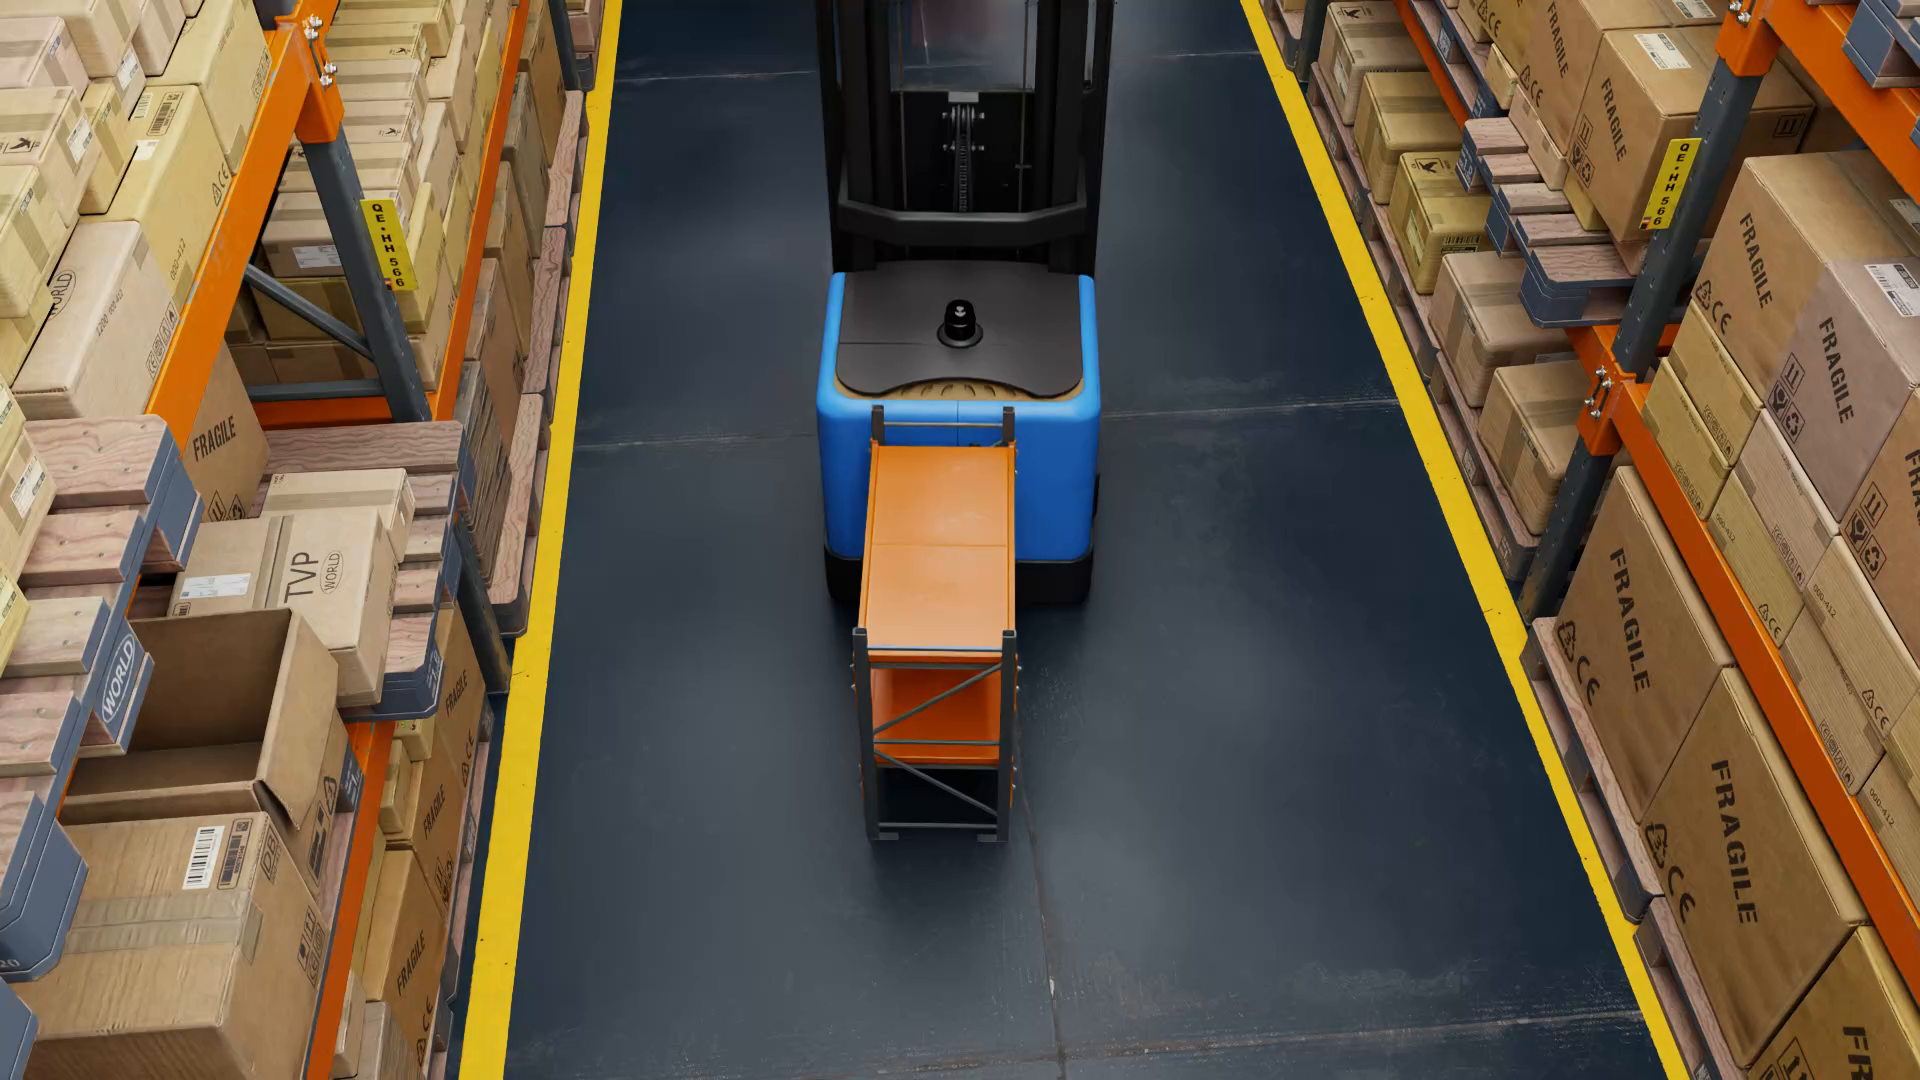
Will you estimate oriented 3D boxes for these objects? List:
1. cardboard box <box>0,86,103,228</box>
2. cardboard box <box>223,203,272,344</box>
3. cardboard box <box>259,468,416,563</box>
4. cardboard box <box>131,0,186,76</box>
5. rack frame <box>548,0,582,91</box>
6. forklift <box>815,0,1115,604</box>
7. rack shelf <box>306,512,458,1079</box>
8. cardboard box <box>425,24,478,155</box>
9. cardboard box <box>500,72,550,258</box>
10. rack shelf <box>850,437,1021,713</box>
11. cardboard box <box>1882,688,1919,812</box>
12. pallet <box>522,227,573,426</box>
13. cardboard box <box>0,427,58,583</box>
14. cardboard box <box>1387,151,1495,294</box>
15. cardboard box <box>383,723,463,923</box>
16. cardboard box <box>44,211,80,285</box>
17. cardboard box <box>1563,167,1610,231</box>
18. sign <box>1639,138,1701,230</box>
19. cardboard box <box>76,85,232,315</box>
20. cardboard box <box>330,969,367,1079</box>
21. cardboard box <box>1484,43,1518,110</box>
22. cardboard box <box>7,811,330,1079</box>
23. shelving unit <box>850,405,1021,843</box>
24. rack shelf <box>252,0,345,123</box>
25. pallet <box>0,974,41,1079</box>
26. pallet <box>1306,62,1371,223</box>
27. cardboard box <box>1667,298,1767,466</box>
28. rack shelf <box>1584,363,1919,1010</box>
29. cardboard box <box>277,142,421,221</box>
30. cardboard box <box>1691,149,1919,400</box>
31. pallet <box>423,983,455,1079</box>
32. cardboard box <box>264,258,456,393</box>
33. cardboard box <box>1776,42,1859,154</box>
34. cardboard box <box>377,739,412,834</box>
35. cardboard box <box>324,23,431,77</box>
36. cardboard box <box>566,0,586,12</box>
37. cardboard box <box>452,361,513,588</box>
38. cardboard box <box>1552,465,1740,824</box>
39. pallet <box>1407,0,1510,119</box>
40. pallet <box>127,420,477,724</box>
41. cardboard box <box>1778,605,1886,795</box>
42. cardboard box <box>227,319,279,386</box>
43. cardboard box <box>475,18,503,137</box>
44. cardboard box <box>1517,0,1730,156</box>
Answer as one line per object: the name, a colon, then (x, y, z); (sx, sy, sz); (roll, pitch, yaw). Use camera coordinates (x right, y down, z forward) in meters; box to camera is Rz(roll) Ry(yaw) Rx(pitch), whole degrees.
cardboard box: (-1.813, -0.688, 3.030); (0.380, 0.149, 0.250); (-4, 47, -4)
cardboard box: (-2.536, -0.884, 5.417); (0.500, 0.250, 0.500); (-3, 47, -2)
cardboard box: (-1.784, -0.062, 4.763); (0.380, 0.149, 0.250); (-3, 47, -3)
cardboard box: (-1.950, -1.142, 3.665); (0.380, 0.149, 0.250); (-4, 47, -4)
rack frame: (-2.556, -3.350, 7.993); (1.000, 3.000, 0.127); (-3, 47, -3)
forklift: (0.021, -1.812, 6.584); (1.130, 2.935, 3.031); (1, 47, 1)
rack shelf: (-2.054, 1.238, 4.143); (1.077, 0.370, 4.000); (-3, 47, -3)
cardboard box: (-2.082, -1.654, 6.146); (0.500, 0.250, 0.500); (-5, 47, -4)
cardboard box: (-2.444, -1.739, 7.814); (0.875, 0.625, 0.625); (-4, 47, -4)
rack shelf: (-0.068, 0.098, 5.616); (0.538, 0.278, 1.000); (1, 47, 1)
cardboard box: (2.622, 0.604, 4.007); (0.500, 0.250, 0.500); (-3, 47, -3)
pallet: (-2.350, -0.976, 7.665); (1.003, 0.211, 1.213); (-3, 47, -3)
cardboard box: (-1.669, -0.037, 2.604); (0.380, 0.149, 0.250); (-3, 47, -2)
cardboard box: (2.560, -1.493, 7.755); (0.950, 0.372, 0.625); (-2, 47, -2)
cardboard box: (-1.940, 0.915, 5.387); (0.500, 0.500, 0.500); (-4, 47, -4)
cardboard box: (-1.918, -0.590, 3.142); (0.380, 0.149, 0.250); (-3, 47, -3)
cardboard box: (2.368, -1.231, 5.870); (0.380, 0.149, 0.250); (-3, 47, -3)
sign: (2.185, -1.091, 5.111); (0.100, 0.325, 0.005); (-3, 47, -3)
cardboard box: (-1.894, -0.716, 3.536); (0.500, 0.250, 0.500); (-3, 47, -3)
cardboard box: (-1.845, 1.339, 4.538); (0.380, 0.149, 0.250); (-6, 47, -5)
cardboard box: (2.252, -1.791, 6.401); (0.380, 0.149, 0.250); (-3, 47, -3)
cardboard box: (-1.813, 0.953, 3.560); (0.700, 0.500, 0.500); (-4, 47, -3)
shelving unit: (-0.068, 0.299, 5.828); (0.538, 1.125, 1.048); (1, 47, 1)
rack shelf: (-2.389, -2.687, 5.795); (1.077, 0.370, 4.000); (-3, 47, -3)
pallet: (-1.871, 0.995, 1.942); (1.213, 0.211, 1.003); (-3, 47, -3)
pallet: (2.456, -2.132, 8.761); (1.003, 0.211, 1.213); (-3, 47, -3)
cardboard box: (2.521, -0.499, 5.052); (0.500, 0.250, 0.500); (-4, 47, -4)
rack shelf: (2.892, 0.934, 4.431); (1.077, 0.370, 4.000); (-3, 47, -3)
cardboard box: (-1.978, -1.155, 5.399); (0.380, 0.149, 0.250); (-3, 47, -2)
cardboard box: (2.522, -0.767, 4.789); (0.500, 0.500, 0.500); (-5, 47, -5)
pallet: (-2.098, 1.926, 4.917); (1.003, 0.211, 1.213); (-3, 47, -3)
cardboard box: (-2.015, -0.740, 5.625); (0.500, 0.250, 0.500); (-3, 47, -3)
cardboard box: (2.917, -1.381, 5.566); (0.500, 0.500, 0.500); (-5, 47, -4)
cardboard box: (-1.896, 0.767, 5.080); (0.380, 0.149, 0.250); (-5, 47, -5)
cardboard box: (-2.111, -1.708, 5.922); (0.380, 0.149, 0.250); (-3, 47, -3)
cardboard box: (-2.289, -3.090, 9.007); (0.500, 0.250, 0.500); (-4, 47, -3)
cardboard box: (-2.260, -0.236, 6.390); (0.875, 0.625, 0.625); (-2, 47, -2)
cardboard box: (2.700, 0.331, 5.682); (0.875, 0.875, 0.875); (-4, 47, -4)
pallet: (2.518, -2.124, 6.964); (1.003, 0.211, 1.213); (-3, 47, -3)
pallet: (-2.095, 0.096, 4.862); (1.213, 0.211, 1.003); (-3, 47, -3)
cardboard box: (2.613, 0.411, 4.535); (0.500, 0.250, 0.500); (-2, 47, -2)
cardboard box: (-2.514, -0.714, 5.600); (0.500, 0.250, 0.500); (-4, 47, -4)
cardboard box: (-2.144, -1.852, 6.678); (0.500, 0.250, 0.500); (-2, 47, -2)
cardboard box: (2.355, -1.727, 5.893); (0.500, 0.500, 0.500); (-4, 47, -4)
